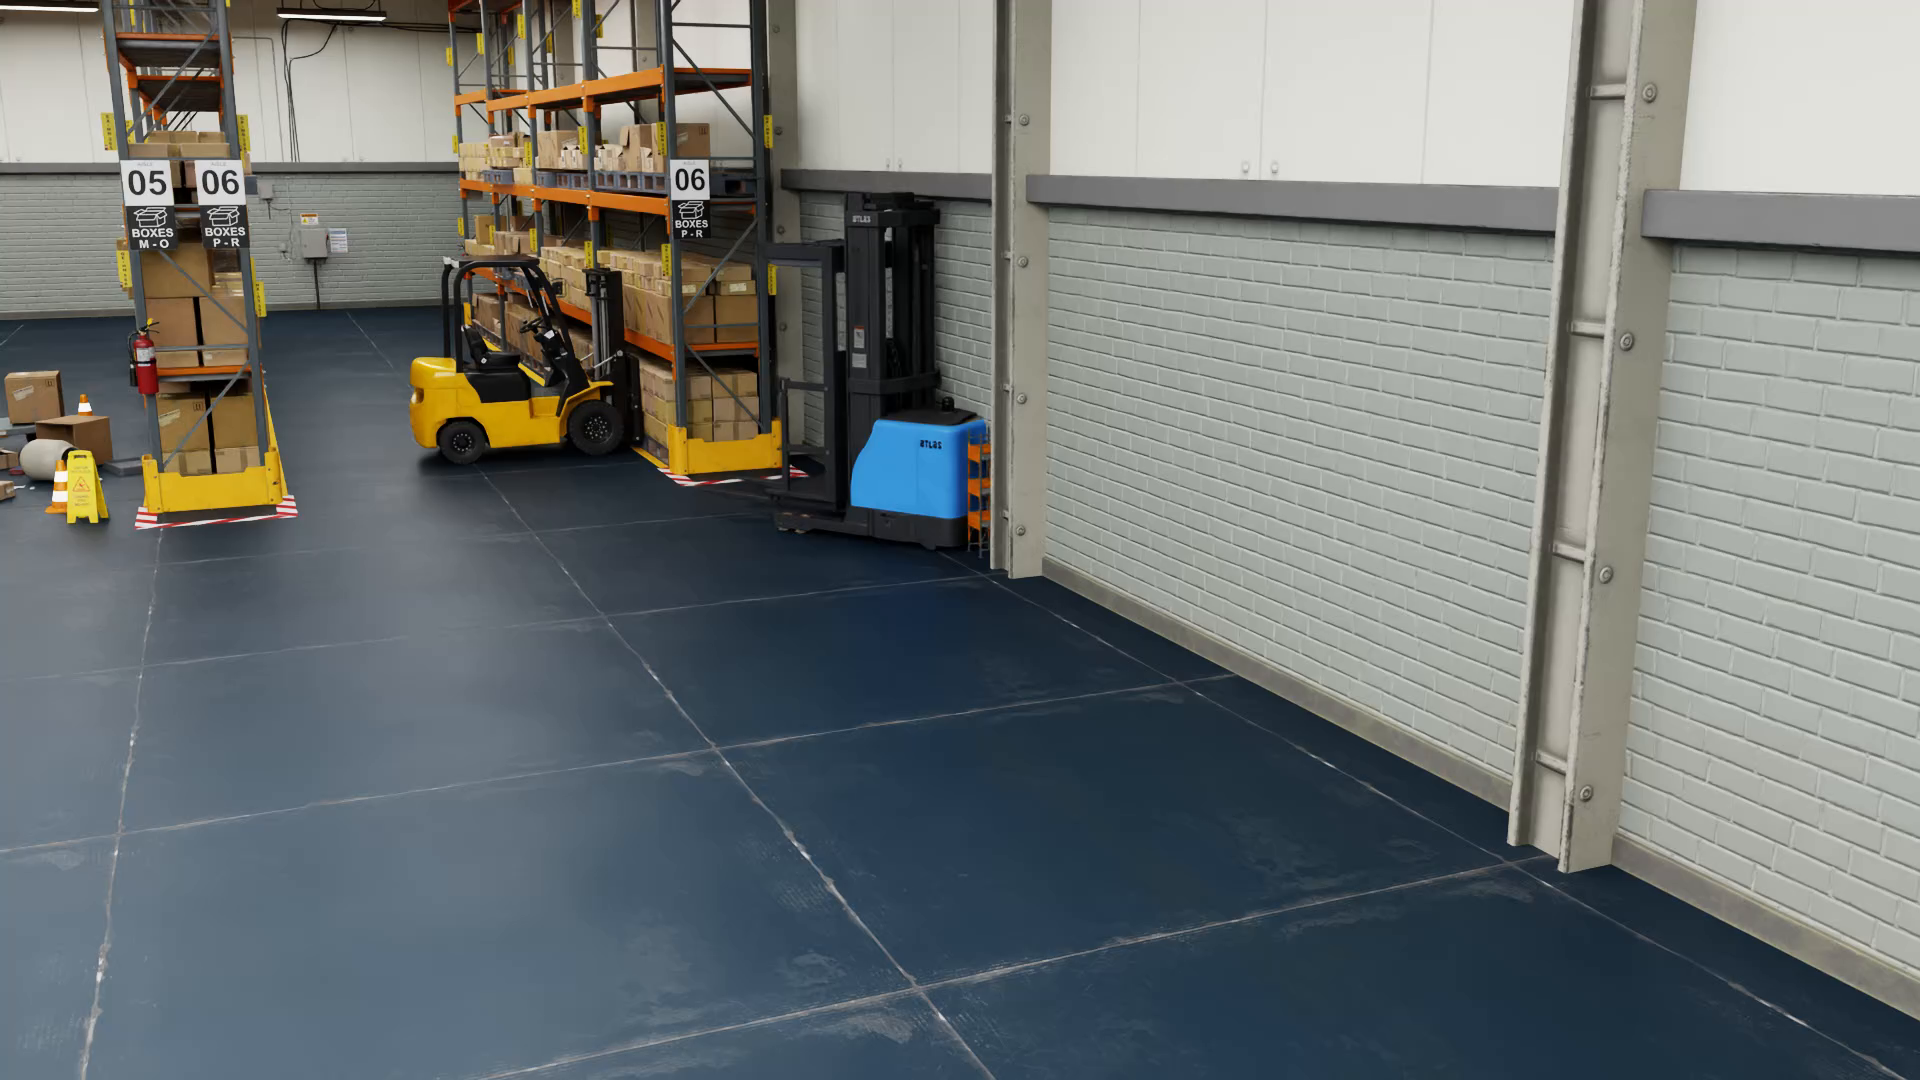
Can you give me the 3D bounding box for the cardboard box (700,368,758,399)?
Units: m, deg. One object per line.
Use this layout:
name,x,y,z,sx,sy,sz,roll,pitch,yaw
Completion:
cardboard box,-2.508,-1.694,17.988,0.500,0.250,0.500,-6,14,-24

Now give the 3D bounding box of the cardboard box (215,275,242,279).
cardboard box,-8.019,-2.622,18.164,0.500,0.500,0.500,-5,14,-21

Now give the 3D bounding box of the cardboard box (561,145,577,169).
cardboard box,-4.912,-5.010,21.755,0.500,0.311,0.500,-6,14,-25

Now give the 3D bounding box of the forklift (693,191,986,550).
forklift,-1.037,-1.573,14.667,3.031,2.935,1.130,8,15,32

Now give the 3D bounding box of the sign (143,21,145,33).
sign,-12.361,-7.666,25.112,0.100,0.325,0.005,-6,14,-23

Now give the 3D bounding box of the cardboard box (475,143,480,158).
cardboard box,-8.125,-6.774,28.898,0.500,0.250,0.500,-5,14,-22

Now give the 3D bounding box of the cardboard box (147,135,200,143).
cardboard box,-10.529,-5.210,22.416,0.797,0.503,0.637,-7,15,-26

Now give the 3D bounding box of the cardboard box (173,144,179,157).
cardboard box,-7.683,-3.712,15.894,0.380,0.149,0.250,-6,14,-23

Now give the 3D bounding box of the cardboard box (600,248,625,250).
cardboard box,-4.961,-4.047,23.544,0.380,0.149,0.250,-6,14,-24

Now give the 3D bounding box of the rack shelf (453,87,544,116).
rack shelf,-8.097,-7.689,29.237,1.077,0.370,4.000,-6,14,-23

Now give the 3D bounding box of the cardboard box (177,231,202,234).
cardboard box,-8.299,-2.960,17.407,0.700,0.500,0.500,-6,14,-24

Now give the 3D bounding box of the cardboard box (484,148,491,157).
cardboard box,-7.578,-6.341,27.207,0.380,0.149,0.250,-5,14,-21

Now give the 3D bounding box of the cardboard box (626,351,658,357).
cardboard box,-3.780,-2.068,19.601,0.500,0.250,0.500,-5,14,-21

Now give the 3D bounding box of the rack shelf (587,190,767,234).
rack shelf,-3.290,-3.750,18.863,1.077,0.370,4.000,-6,14,-23

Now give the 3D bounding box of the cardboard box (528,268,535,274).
cardboard box,-6.308,-4.062,24.894,0.380,0.149,0.250,-5,14,-22

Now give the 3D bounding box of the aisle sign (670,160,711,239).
aisle sign,-2.732,-3.452,16.869,0.394,0.787,0.004,-6,14,-23

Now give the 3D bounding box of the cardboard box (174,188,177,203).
cardboard box,-7.640,-3.271,15.754,0.380,0.149,0.250,-5,14,-21

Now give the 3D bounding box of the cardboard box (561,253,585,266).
cardboard box,-5.148,-3.777,22.375,0.380,0.149,0.250,-6,14,-24

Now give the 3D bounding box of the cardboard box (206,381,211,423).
cardboard box,-8.217,-1.470,17.574,0.500,0.500,0.500,-5,14,-20

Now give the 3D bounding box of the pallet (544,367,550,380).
pallet,-5.400,-2.347,24.041,1.003,0.211,1.213,-6,14,-23

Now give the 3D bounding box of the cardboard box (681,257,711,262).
cardboard box,-3.021,-3.146,18.992,0.380,0.149,0.250,-6,14,-23

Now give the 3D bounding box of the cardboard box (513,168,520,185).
cardboard box,-6.524,-5.558,25.413,0.500,0.250,0.500,-6,14,-23

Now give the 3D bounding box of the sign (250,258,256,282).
sign,-8.144,-3.076,19.086,0.100,0.325,0.005,-6,14,-23

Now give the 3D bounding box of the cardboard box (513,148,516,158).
cardboard box,-6.622,-5.919,25.426,0.380,0.149,0.250,-6,14,-23

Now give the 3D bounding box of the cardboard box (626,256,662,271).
cardboard box,-3.647,-3.210,19.268,0.380,0.149,0.250,-6,14,-23

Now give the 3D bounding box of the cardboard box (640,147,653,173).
cardboard box,-3.201,-4.071,17.801,0.396,0.266,0.258,-6,14,-23

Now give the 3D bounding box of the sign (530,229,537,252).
sign,-6.187,-4.353,24.134,0.100,0.325,0.005,-6,14,-23

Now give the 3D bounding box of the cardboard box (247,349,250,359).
cardboard box,-7.128,-1.856,16.295,0.380,0.149,0.250,-6,14,-25

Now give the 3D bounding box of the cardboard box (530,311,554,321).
cardboard box,-6.491,-3.483,25.939,0.380,0.149,0.250,-6,14,-24

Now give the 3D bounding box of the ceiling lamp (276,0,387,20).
ceiling lamp,-12.105,-11.642,31.767,2.000,3.185,0.800,-6,14,-23

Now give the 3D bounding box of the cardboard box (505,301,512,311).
cardboard box,-7.396,-3.910,27.784,0.380,0.149,0.250,-5,14,-20

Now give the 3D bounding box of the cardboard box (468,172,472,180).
cardboard box,-8.650,-6.563,29.979,0.380,0.149,0.250,-6,14,-23

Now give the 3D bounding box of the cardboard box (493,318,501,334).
cardboard box,-7.931,-3.740,29.009,0.396,0.266,0.258,-5,14,-21

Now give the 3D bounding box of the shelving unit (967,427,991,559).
shelving unit,0.207,-0.389,13.724,0.215,1.050,0.252,-5,14,-22

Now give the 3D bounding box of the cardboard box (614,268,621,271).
cardboard box,-3.835,-3.111,19.498,0.380,0.149,0.250,-6,14,-24

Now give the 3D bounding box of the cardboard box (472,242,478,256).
cardboard box,-8.555,-5.277,30.190,0.500,0.250,0.500,-6,14,-24

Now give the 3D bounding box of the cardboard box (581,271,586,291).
cardboard box,-4.522,-3.301,21.205,0.500,0.250,0.500,-6,14,-24

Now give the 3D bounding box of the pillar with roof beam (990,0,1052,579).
pillar with roof beam,-3.483,-3.745,10.596,9.100,9.000,0.400,-6,14,-23

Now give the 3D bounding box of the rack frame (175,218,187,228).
rack frame,-10.240,-3.430,22.536,1.000,3.000,0.127,-6,14,-23

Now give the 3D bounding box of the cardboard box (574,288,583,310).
cardboard box,-4.739,-3.163,21.717,0.500,0.250,0.500,-6,14,-23

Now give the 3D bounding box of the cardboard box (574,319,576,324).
cardboard box,-5.699,-3.375,25.472,0.380,0.149,0.250,-5,14,-21

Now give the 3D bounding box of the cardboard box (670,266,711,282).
cardboard box,-2.826,-2.791,17.454,0.380,0.149,0.250,-6,14,-23

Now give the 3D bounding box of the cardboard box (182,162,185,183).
cardboard box,-8.104,-3.706,16.752,0.500,0.250,0.500,-5,14,-22

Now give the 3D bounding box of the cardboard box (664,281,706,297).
cardboard box,-2.885,-2.637,17.451,0.380,0.149,0.250,-5,14,-22

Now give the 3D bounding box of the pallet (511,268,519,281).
pallet,-6.477,-4.187,26.232,1.003,0.211,1.213,-6,14,-23

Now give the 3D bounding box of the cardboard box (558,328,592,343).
cardboard box,-5.187,-2.662,23.554,0.875,0.625,0.625,-5,14,-21

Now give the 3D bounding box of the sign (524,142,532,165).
sign,-6.192,-5.543,23.870,0.100,0.325,0.005,-6,14,-23

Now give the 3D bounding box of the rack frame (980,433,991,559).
rack frame,0.255,-0.364,13.615,0.200,1.050,0.008,-5,14,-22

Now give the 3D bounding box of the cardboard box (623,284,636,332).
cardboard box,-3.543,-2.669,19.029,0.500,0.500,0.500,-6,14,-23

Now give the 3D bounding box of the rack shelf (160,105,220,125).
rack shelf,-12.644,-7.047,27.342,1.077,0.370,4.000,-6,14,-23

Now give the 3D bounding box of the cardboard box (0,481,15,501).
cardboard box,-9.411,-0.476,16.097,0.380,0.149,0.250,1,13,6

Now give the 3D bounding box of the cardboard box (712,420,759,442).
cardboard box,-2.506,-1.210,18.112,0.500,0.250,0.500,-6,14,-23

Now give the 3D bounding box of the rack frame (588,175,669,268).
rack frame,-4.091,-3.052,20.906,1.000,3.000,0.127,-6,14,-23

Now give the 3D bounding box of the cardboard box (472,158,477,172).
cardboard box,-8.326,-6.634,29.400,0.500,0.250,0.500,-6,14,-24
